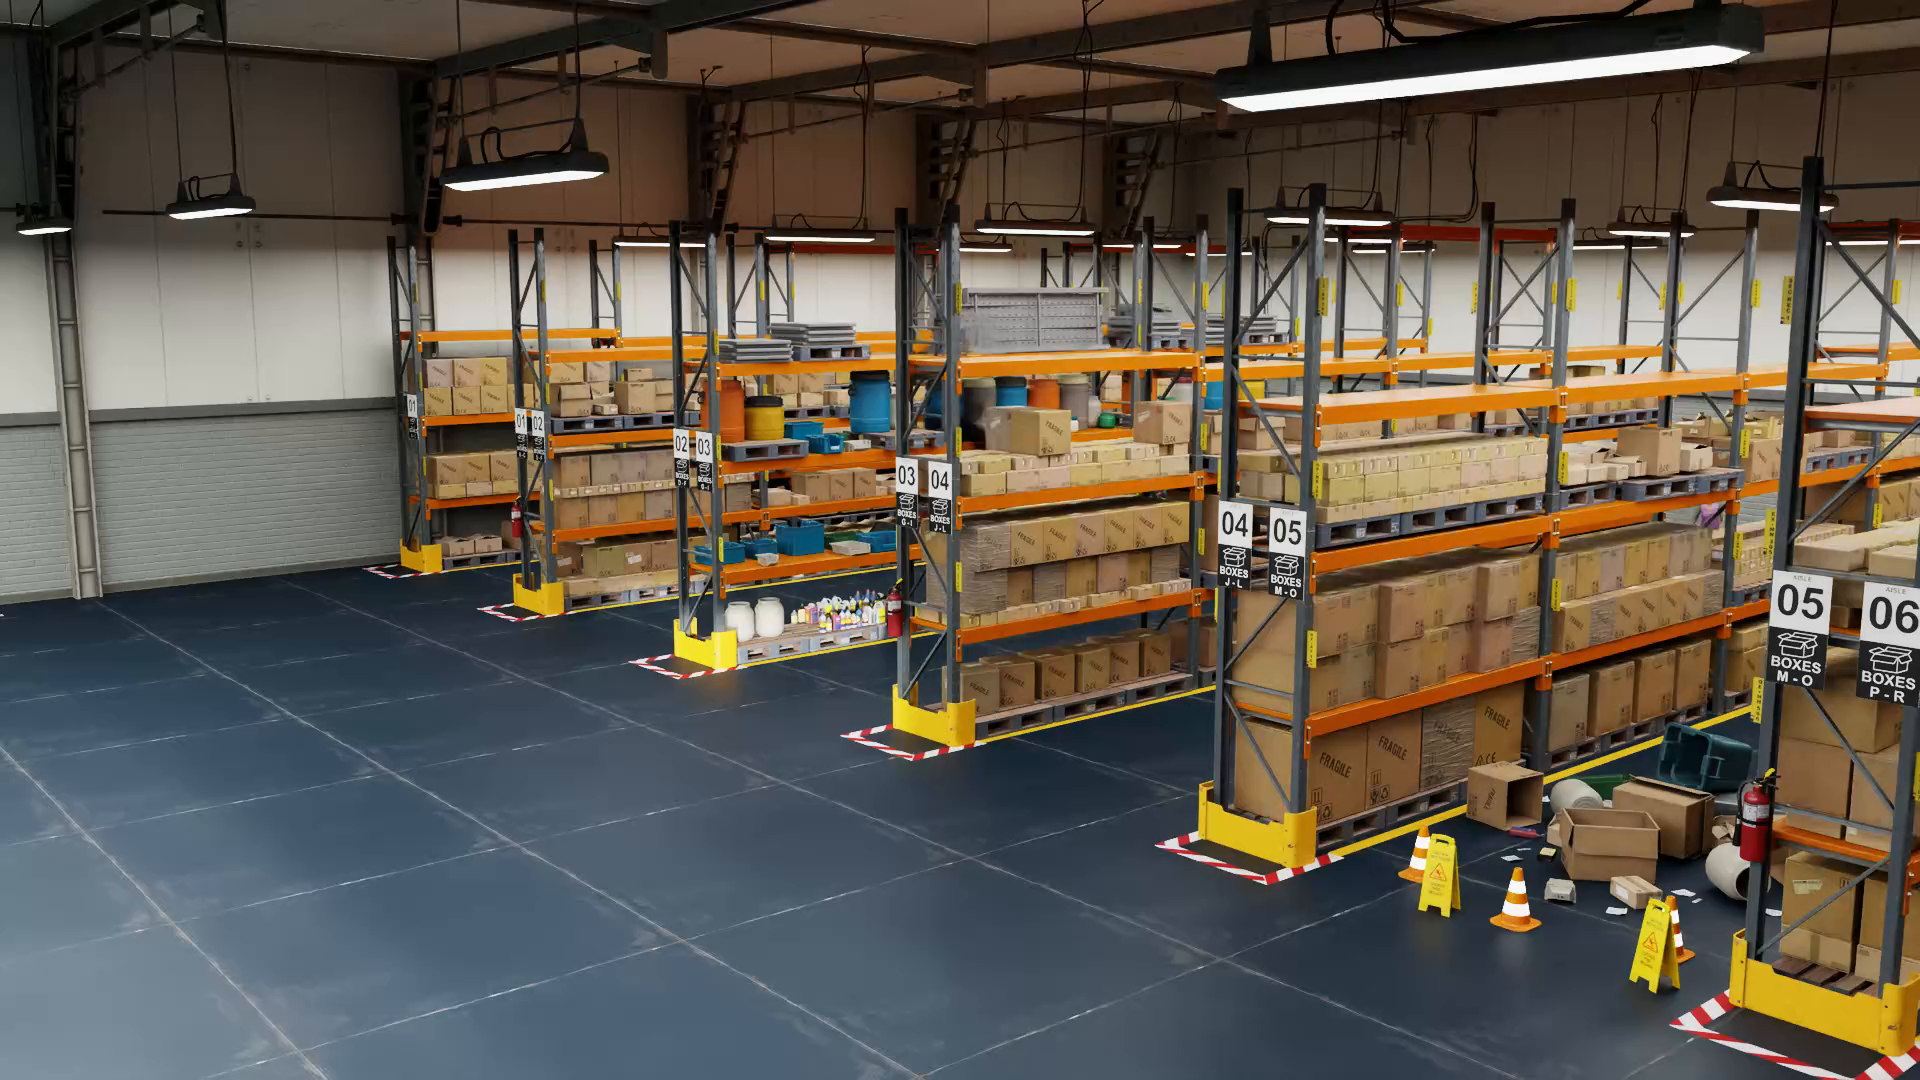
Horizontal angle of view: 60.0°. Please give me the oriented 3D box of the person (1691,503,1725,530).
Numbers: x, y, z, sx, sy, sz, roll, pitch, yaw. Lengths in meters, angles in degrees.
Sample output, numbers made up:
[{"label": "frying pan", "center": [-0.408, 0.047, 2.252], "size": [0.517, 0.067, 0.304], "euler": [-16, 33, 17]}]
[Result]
[{"label": "person", "center": [13.215, -0.100, 29.386], "size": [0.556, 1.567, 0.637], "euler": [2, 9, 16]}]
